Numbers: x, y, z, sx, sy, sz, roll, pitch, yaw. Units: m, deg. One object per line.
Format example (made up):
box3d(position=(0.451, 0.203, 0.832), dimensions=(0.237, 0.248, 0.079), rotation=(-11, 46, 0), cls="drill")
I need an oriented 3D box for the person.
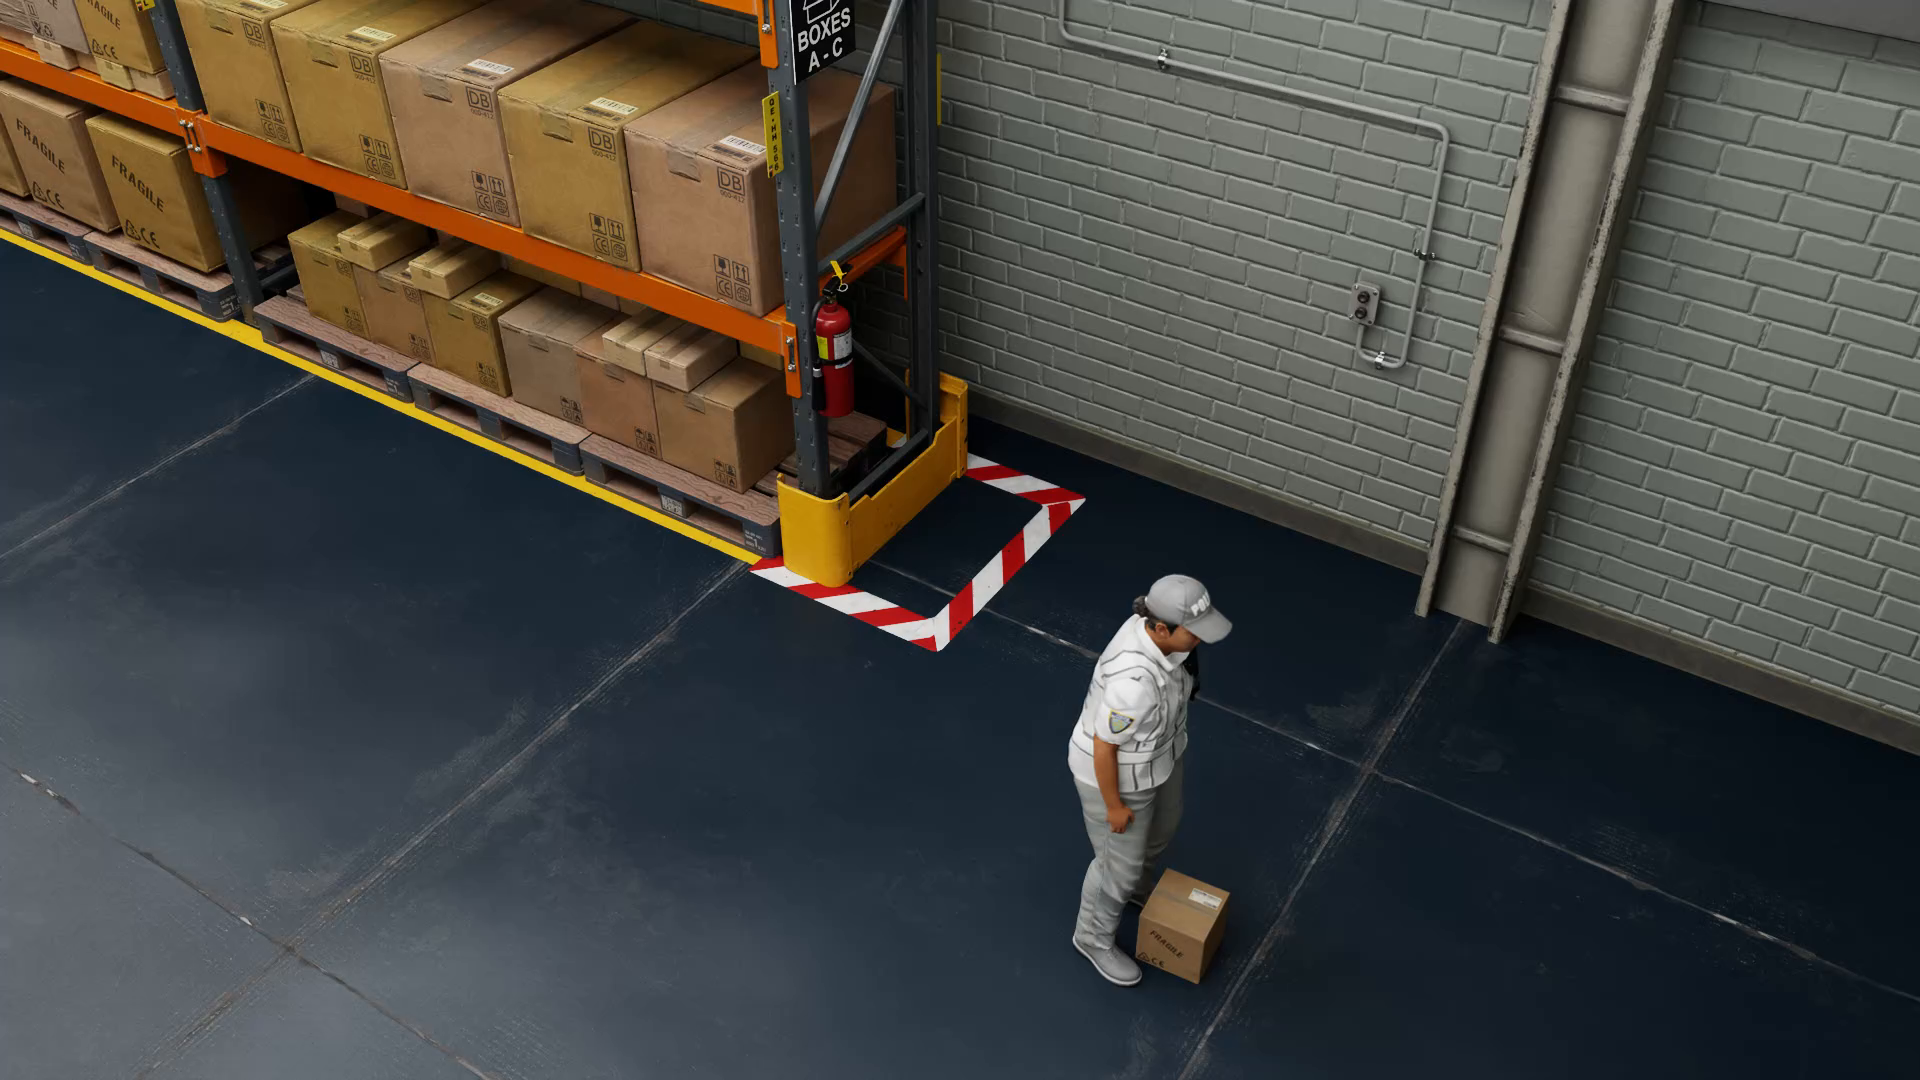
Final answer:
box3d(position=(0.622, 0.781, 5.698), dimensions=(0.468, 1.665, 0.553), rotation=(19, 43, 23), cls="person")
